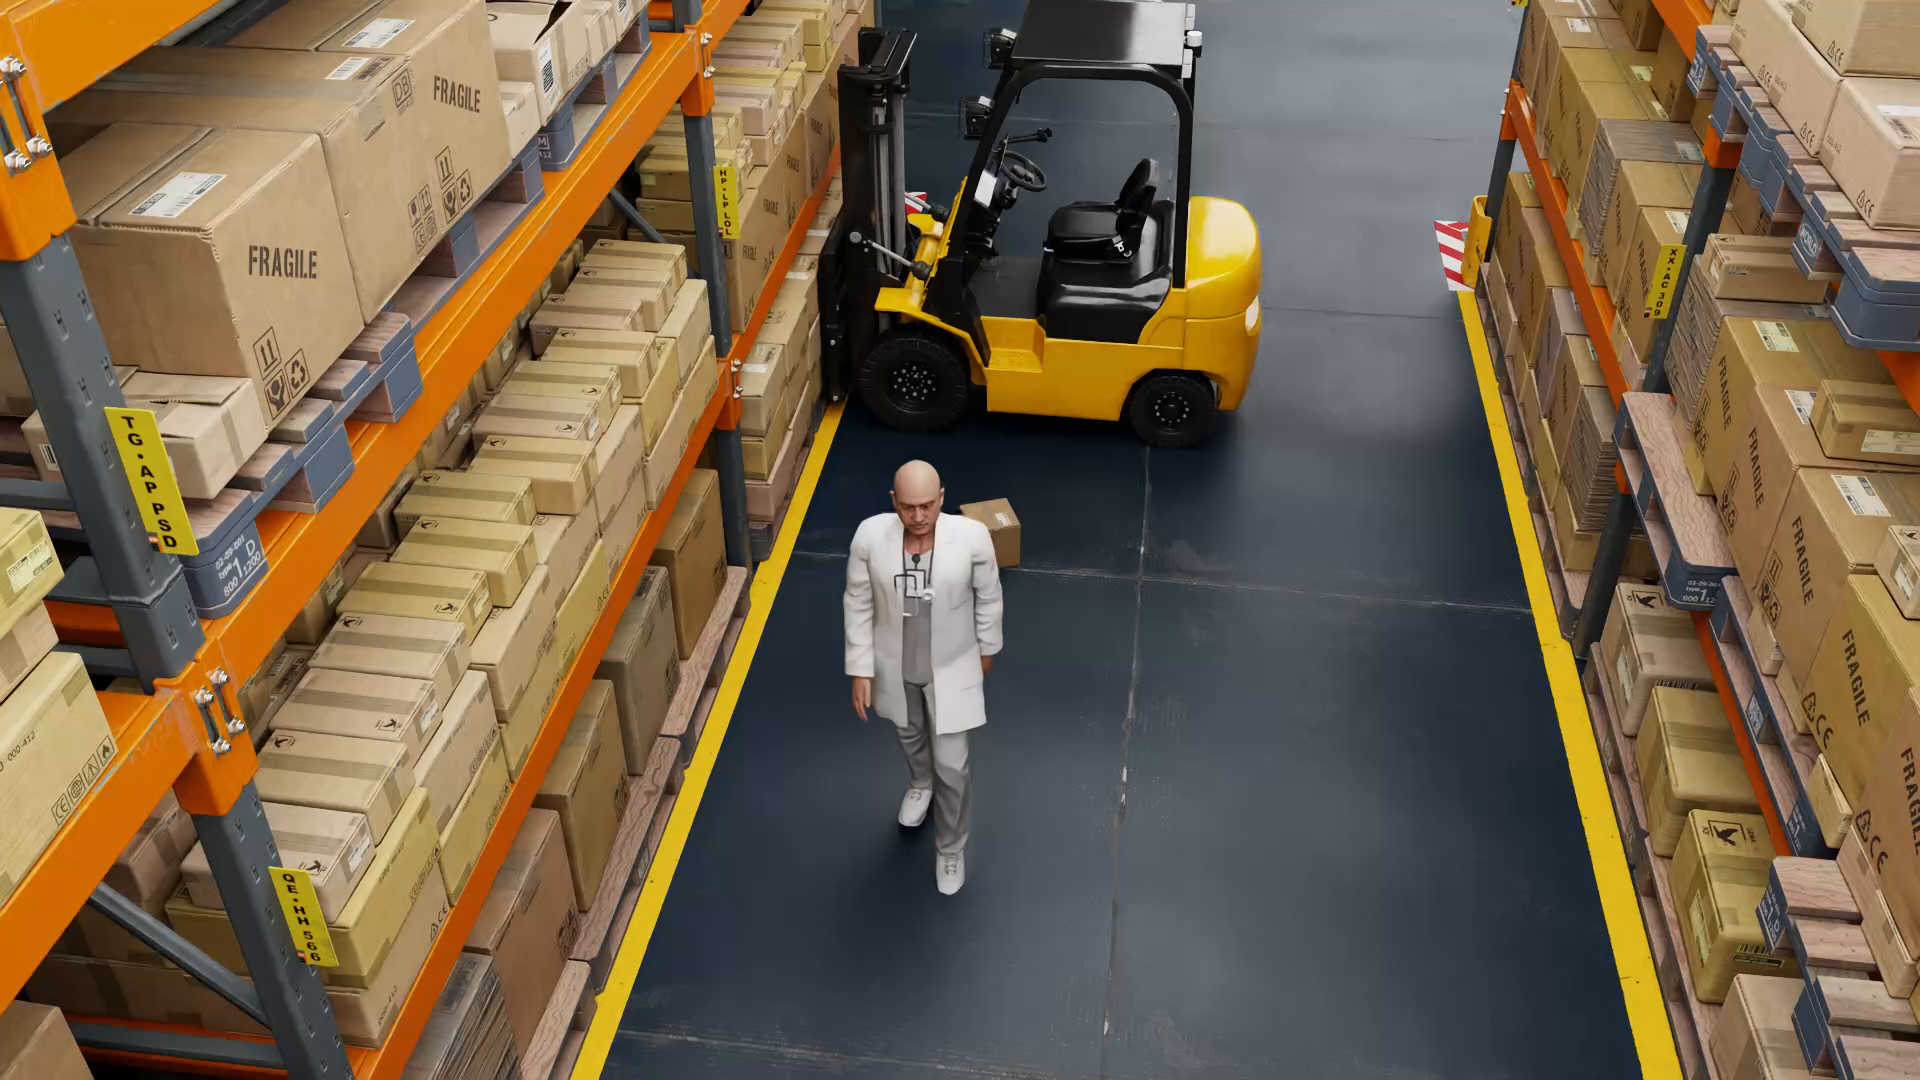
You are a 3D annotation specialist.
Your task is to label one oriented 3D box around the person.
[{"bbox_3d":[-0.146,0.503,6.376,0.590,1.846,0.660,5,36,7],"label":"person"}]
